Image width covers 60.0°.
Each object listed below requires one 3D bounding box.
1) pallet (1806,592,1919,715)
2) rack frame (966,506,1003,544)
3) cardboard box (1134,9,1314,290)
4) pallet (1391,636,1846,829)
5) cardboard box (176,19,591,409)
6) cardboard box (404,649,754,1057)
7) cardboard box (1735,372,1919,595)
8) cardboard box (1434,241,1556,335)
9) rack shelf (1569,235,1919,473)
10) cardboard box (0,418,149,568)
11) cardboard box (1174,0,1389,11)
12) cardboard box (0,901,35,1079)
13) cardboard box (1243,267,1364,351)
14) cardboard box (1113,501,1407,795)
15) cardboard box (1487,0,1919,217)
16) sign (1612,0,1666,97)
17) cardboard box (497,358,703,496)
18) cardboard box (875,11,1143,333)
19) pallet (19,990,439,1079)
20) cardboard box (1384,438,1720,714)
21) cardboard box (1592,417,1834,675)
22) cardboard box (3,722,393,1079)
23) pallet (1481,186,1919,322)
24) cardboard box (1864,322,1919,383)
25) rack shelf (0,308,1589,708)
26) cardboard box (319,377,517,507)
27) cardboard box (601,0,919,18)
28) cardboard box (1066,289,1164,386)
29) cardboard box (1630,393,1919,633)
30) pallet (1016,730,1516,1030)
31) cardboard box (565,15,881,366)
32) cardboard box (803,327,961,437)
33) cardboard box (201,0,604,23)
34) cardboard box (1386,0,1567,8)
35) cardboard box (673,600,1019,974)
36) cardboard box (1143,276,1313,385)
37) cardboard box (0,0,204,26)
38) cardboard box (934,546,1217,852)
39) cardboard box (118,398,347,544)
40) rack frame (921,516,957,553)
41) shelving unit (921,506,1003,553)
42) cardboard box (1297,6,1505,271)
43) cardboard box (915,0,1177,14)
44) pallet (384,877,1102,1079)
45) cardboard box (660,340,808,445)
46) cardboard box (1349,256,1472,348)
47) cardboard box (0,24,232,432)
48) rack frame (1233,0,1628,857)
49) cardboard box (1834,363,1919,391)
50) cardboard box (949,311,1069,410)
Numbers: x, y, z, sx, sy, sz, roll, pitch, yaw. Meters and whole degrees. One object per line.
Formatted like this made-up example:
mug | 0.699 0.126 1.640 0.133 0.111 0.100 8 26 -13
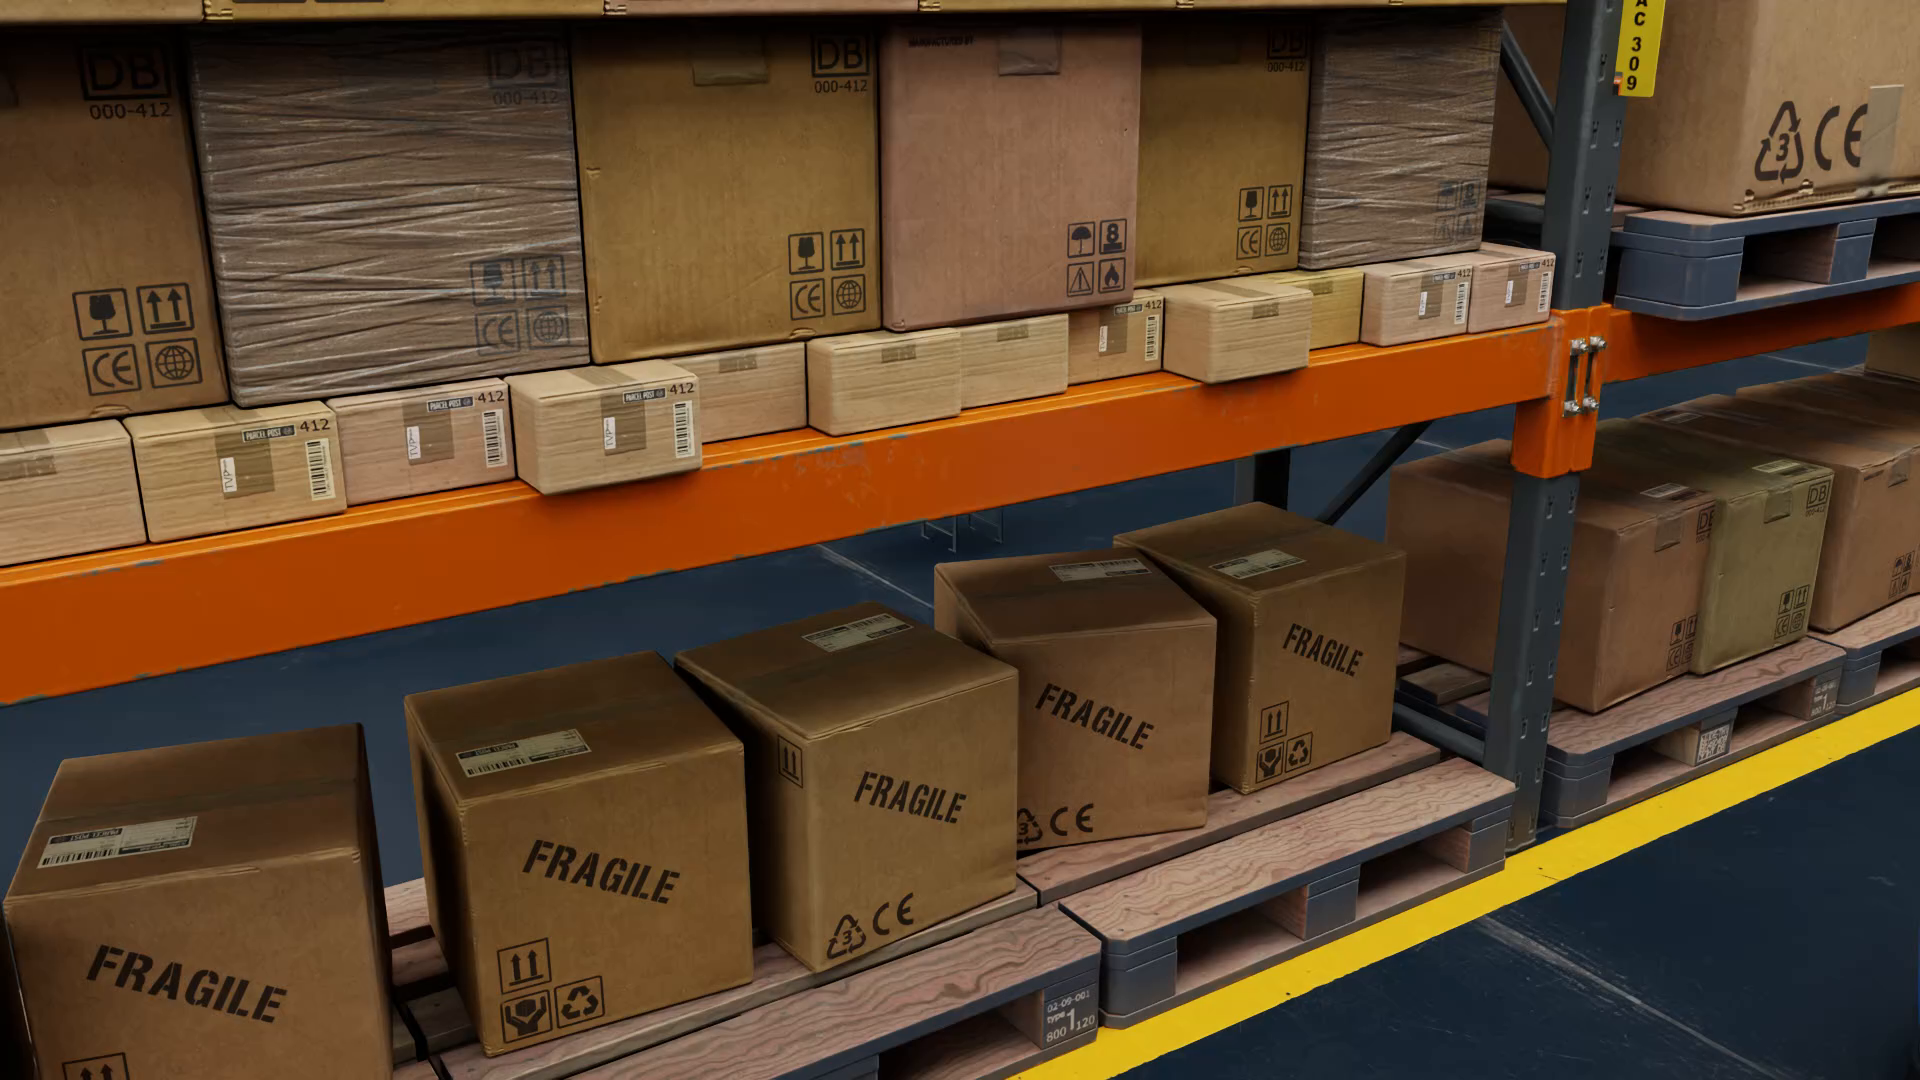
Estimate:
pallet | 2.744 0.166 5.424 1.213 0.211 1.003 -12 22 -31
rack frame | 0.092 -0.446 6.158 0.006 0.900 0.240 -12 22 -31
cardboard box | 0.228 -0.848 3.449 0.500 0.500 0.875 -12 22 -31
pallet | 1.724 0.382 4.784 1.213 0.211 1.003 -12 22 -31
cardboard box | -0.999 -0.571 2.630 0.500 0.500 0.875 -12 22 -31
cardboard box | -0.722 0.563 3.142 0.500 0.500 0.500 -10 21 -26
cardboard box | 2.941 -0.204 5.380 0.500 0.500 0.700 -10 21 -27
cardboard box | 1.057 -0.566 3.627 0.250 0.149 0.380 -12 22 -31
rack shelf | 2.745 -0.813 5.088 4.000 0.370 1.077 -12 22 -31
cardboard box | -1.263 -0.093 2.227 0.250 0.149 0.380 -12 22 -31
cardboard box | 0.433 -1.222 2.993 0.500 0.500 0.500 -12 22 -31
cardboard box | -1.735 0.783 2.492 0.500 0.500 0.500 -8 20 -21
cardboard box | 0.601 -0.496 3.421 0.250 0.149 0.380 -12 22 -31
cardboard box | 0.719 0.244 4.087 0.500 0.500 0.500 -13 22 -33
cardboard box | 1.815 -1.387 4.071 1.000 1.000 1.000 -12 22 -31
sign | 1.380 -1.067 3.367 0.005 0.325 0.100 -12 22 -31
cardboard box | -0.591 -0.202 2.552 0.250 0.149 0.380 -12 22 -31
cardboard box | -0.134 -0.733 3.109 0.500 0.500 0.875 -12 22 -31
pallet | -1.505 1.077 2.728 1.213 0.211 1.003 -12 22 -31
cardboard box | 1.599 0.072 4.564 0.500 0.500 0.700 -14 23 -36
cardboard box | 2.008 -0.007 4.797 0.500 0.500 0.700 -12 22 -32
cardboard box | -1.255 0.669 2.831 0.500 0.500 0.500 -6 20 -17
pallet | 1.793 -0.806 4.245 1.213 0.211 1.003 -12 22 -31
cardboard box | 3.435 -0.663 5.568 0.500 0.250 0.500 -9 21 -25
rack shelf | -0.596 -0.108 3.004 4.000 0.370 1.077 -12 22 -31
cardboard box | -0.857 -0.186 2.504 0.250 0.149 0.380 -12 22 -31
cardboard box | -0.404 -1.047 2.476 0.500 0.500 0.500 -12 22 -31
cardboard box | 0.172 -0.414 3.177 0.250 0.149 0.380 -12 22 -31
cardboard box | 2.475 -0.105 5.089 0.500 0.500 0.700 -14 23 -36
pallet | 0.533 0.648 4.000 1.213 0.211 1.003 -12 22 -31
cardboard box | -0.575 -0.656 2.881 0.500 0.500 0.875 -12 22 -31
cardboard box | -0.204 -0.305 2.857 0.250 0.149 0.380 -12 22 -31
cardboard box | -0.818 -0.957 2.211 0.500 0.500 0.500 -12 22 -31
cardboard box | 0.850 -1.310 3.255 0.500 0.500 0.500 -12 22 -31
cardboard box | -0.231 0.477 3.397 0.500 0.500 0.500 -14 23 -36
cardboard box | 0.454 -0.422 3.203 0.250 0.149 0.380 -12 22 -31
cardboard box | -1.235 -0.869 1.949 0.500 0.500 0.500 -12 22 -31
cardboard box | 0.244 0.347 3.783 0.500 0.500 0.500 -5 19 -14
cardboard box | -1.050 -0.135 2.352 0.250 0.149 0.380 -12 22 -31
rack frame | -0.078 -0.410 6.052 0.006 0.900 0.240 -12 22 -31
shelving unit | 0.007 -0.428 6.105 0.210 0.900 0.258 -12 22 -31
cardboard box | 0.665 -0.927 3.682 0.500 0.500 0.875 -12 22 -31
cardboard box | 0.015 -1.134 2.734 0.500 0.500 0.500 -12 22 -31
pallet | -0.487 0.864 3.360 1.213 0.211 1.003 -12 22 -31
cardboard box | -0.455 -0.282 2.787 0.250 0.149 0.380 -12 22 -31
cardboard box | 0.843 -0.524 3.504 0.250 0.149 0.380 -12 22 -31
cardboard box | -1.440 -0.495 2.404 0.500 0.500 0.875 -12 22 -31
rack frame | 1.075 -0.801 3.931 0.127 3.000 1.000 -12 22 -31
cardboard box | 3.411 -0.305 5.681 0.500 0.500 0.700 -14 23 -36
cardboard box | -0.014 -0.359 3.015 0.250 0.149 0.380 -12 22 -31
